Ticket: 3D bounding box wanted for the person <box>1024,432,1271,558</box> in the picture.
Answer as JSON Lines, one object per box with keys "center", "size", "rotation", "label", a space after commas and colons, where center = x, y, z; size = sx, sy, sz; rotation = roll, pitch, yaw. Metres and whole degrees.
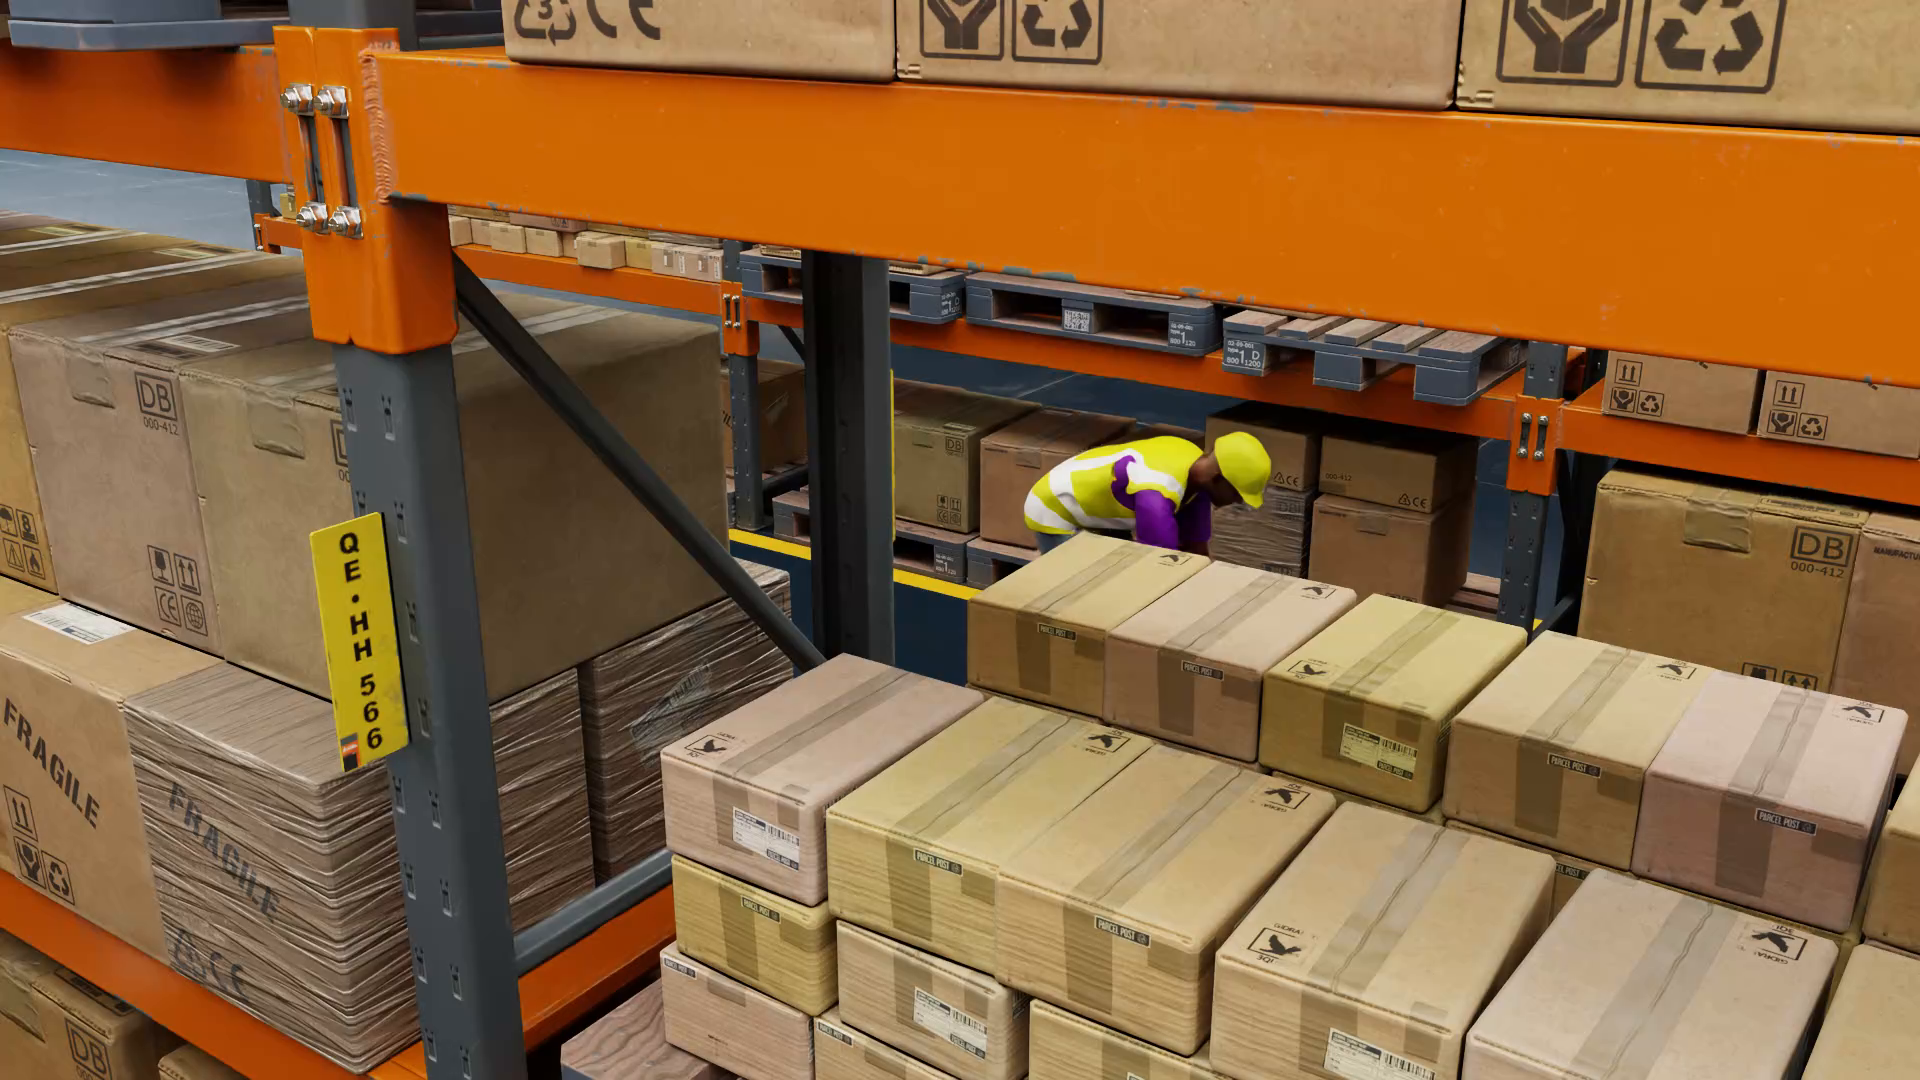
{"center": [0.710, 0.145, 6.383], "size": [0.940, 1.256, 0.496], "rotation": [11, 22, 28], "label": "person"}
